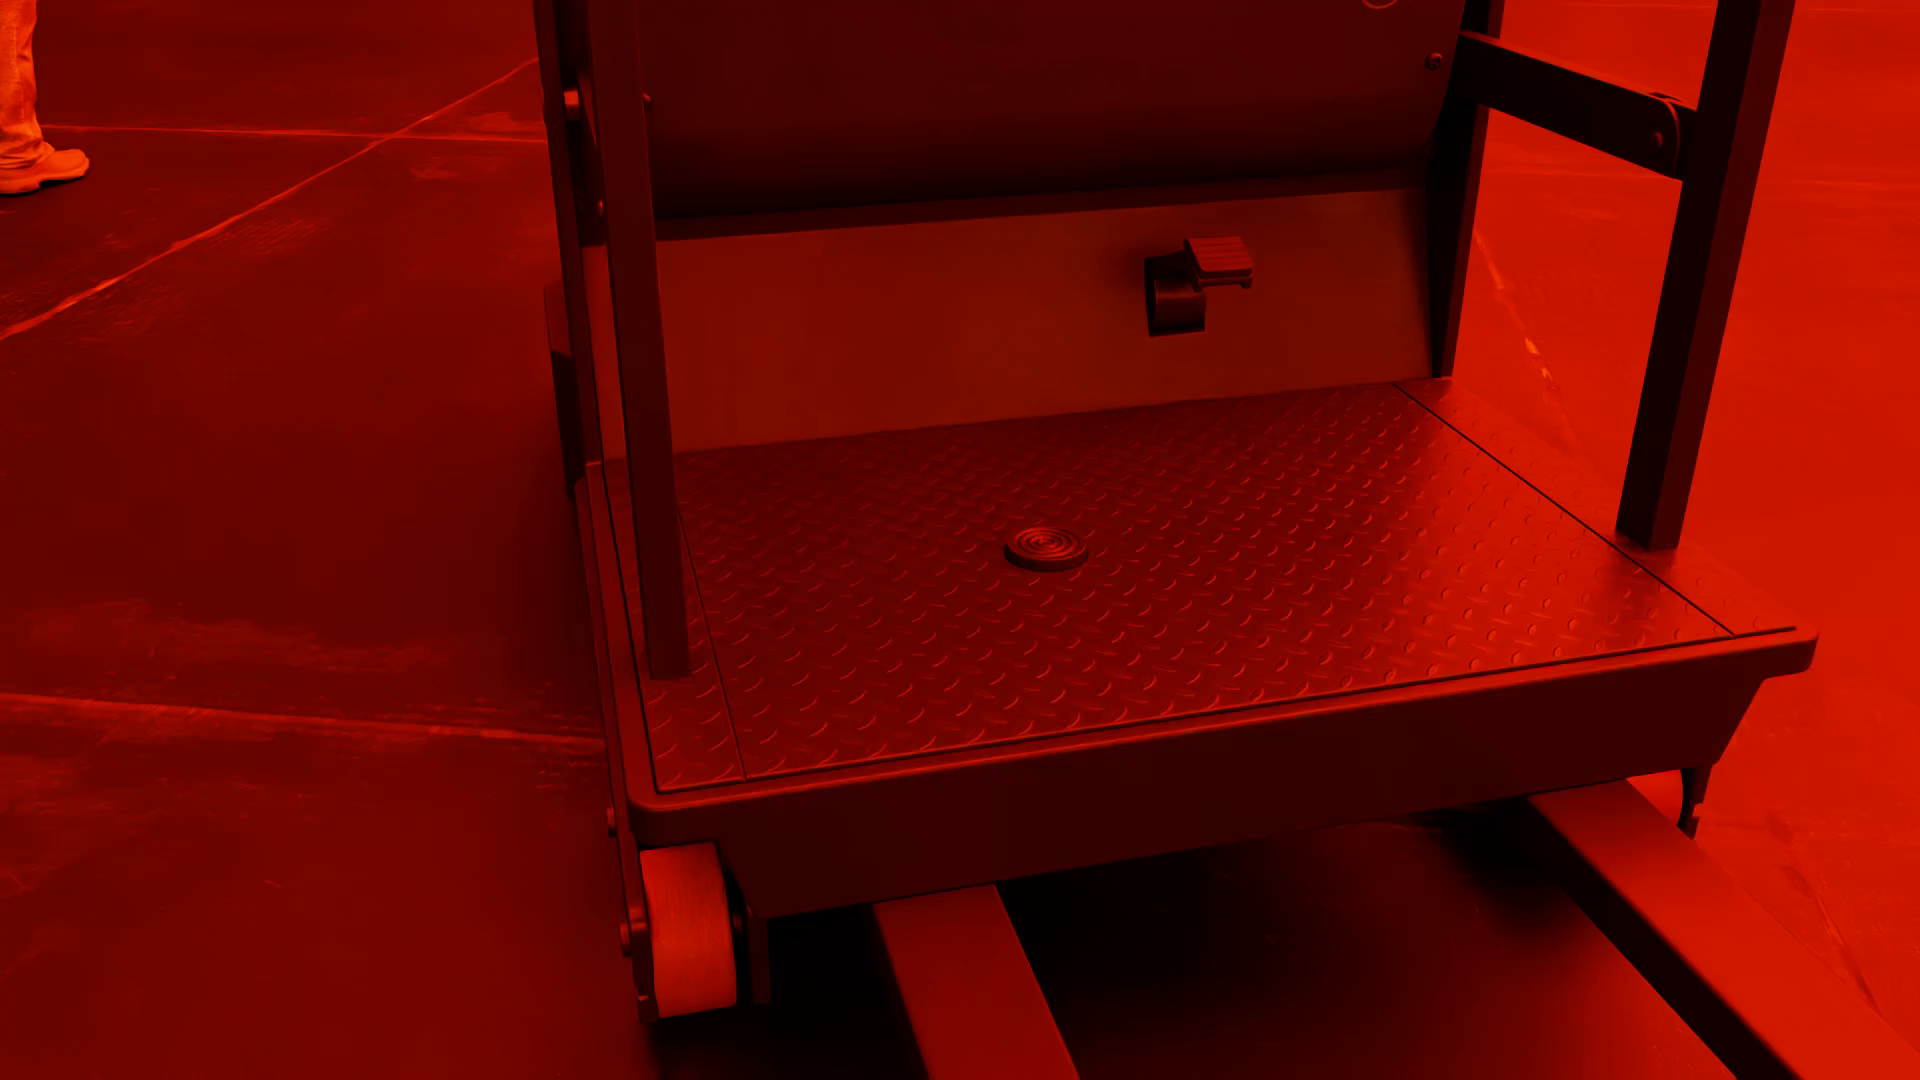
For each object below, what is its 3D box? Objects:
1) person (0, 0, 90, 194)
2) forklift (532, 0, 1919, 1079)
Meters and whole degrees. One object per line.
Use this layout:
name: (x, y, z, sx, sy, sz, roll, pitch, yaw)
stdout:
person: (-2.564, -1.678, 3.968, 0.803, 1.723, 0.564, 11, 29, 21)
forklift: (0.153, -1.049, 1.319, 1.130, 2.935, 3.031, -7, 27, -13)
